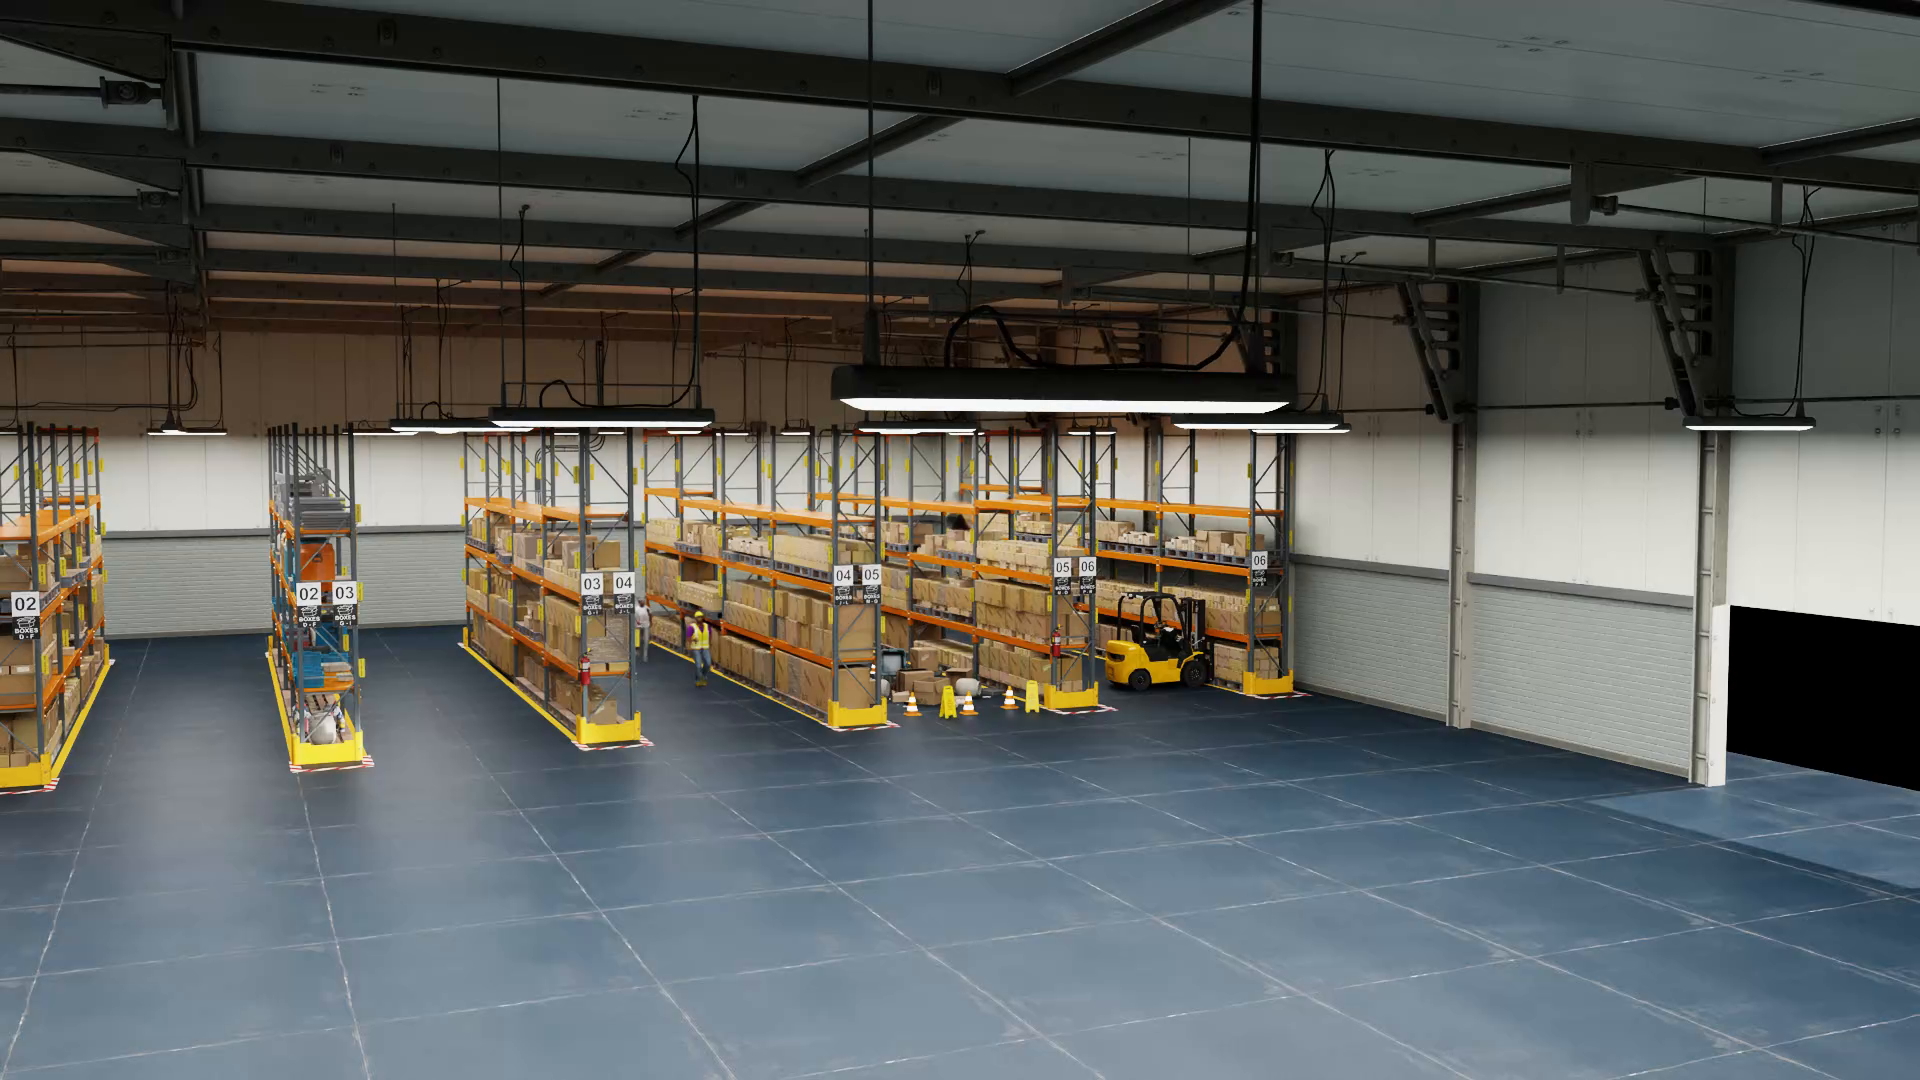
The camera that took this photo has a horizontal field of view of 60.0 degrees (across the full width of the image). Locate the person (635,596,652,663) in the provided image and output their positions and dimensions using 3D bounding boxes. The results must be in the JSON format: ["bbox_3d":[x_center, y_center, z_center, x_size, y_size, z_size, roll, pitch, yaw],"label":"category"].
[{"bbox_3d":[-8.188,2.273,42.871,0.591,1.700,0.914,-2,4,-24],"label":"person"}]

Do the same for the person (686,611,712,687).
[{"bbox_3d":[-5.943,2.514,38.216,0.680,1.750,0.626,-2,4,-27],"label":"person"}]

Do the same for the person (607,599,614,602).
[{"bbox_3d":[-9.980,1.915,48.216,0.763,1.738,0.928,2,4,32],"label":"person"}]
